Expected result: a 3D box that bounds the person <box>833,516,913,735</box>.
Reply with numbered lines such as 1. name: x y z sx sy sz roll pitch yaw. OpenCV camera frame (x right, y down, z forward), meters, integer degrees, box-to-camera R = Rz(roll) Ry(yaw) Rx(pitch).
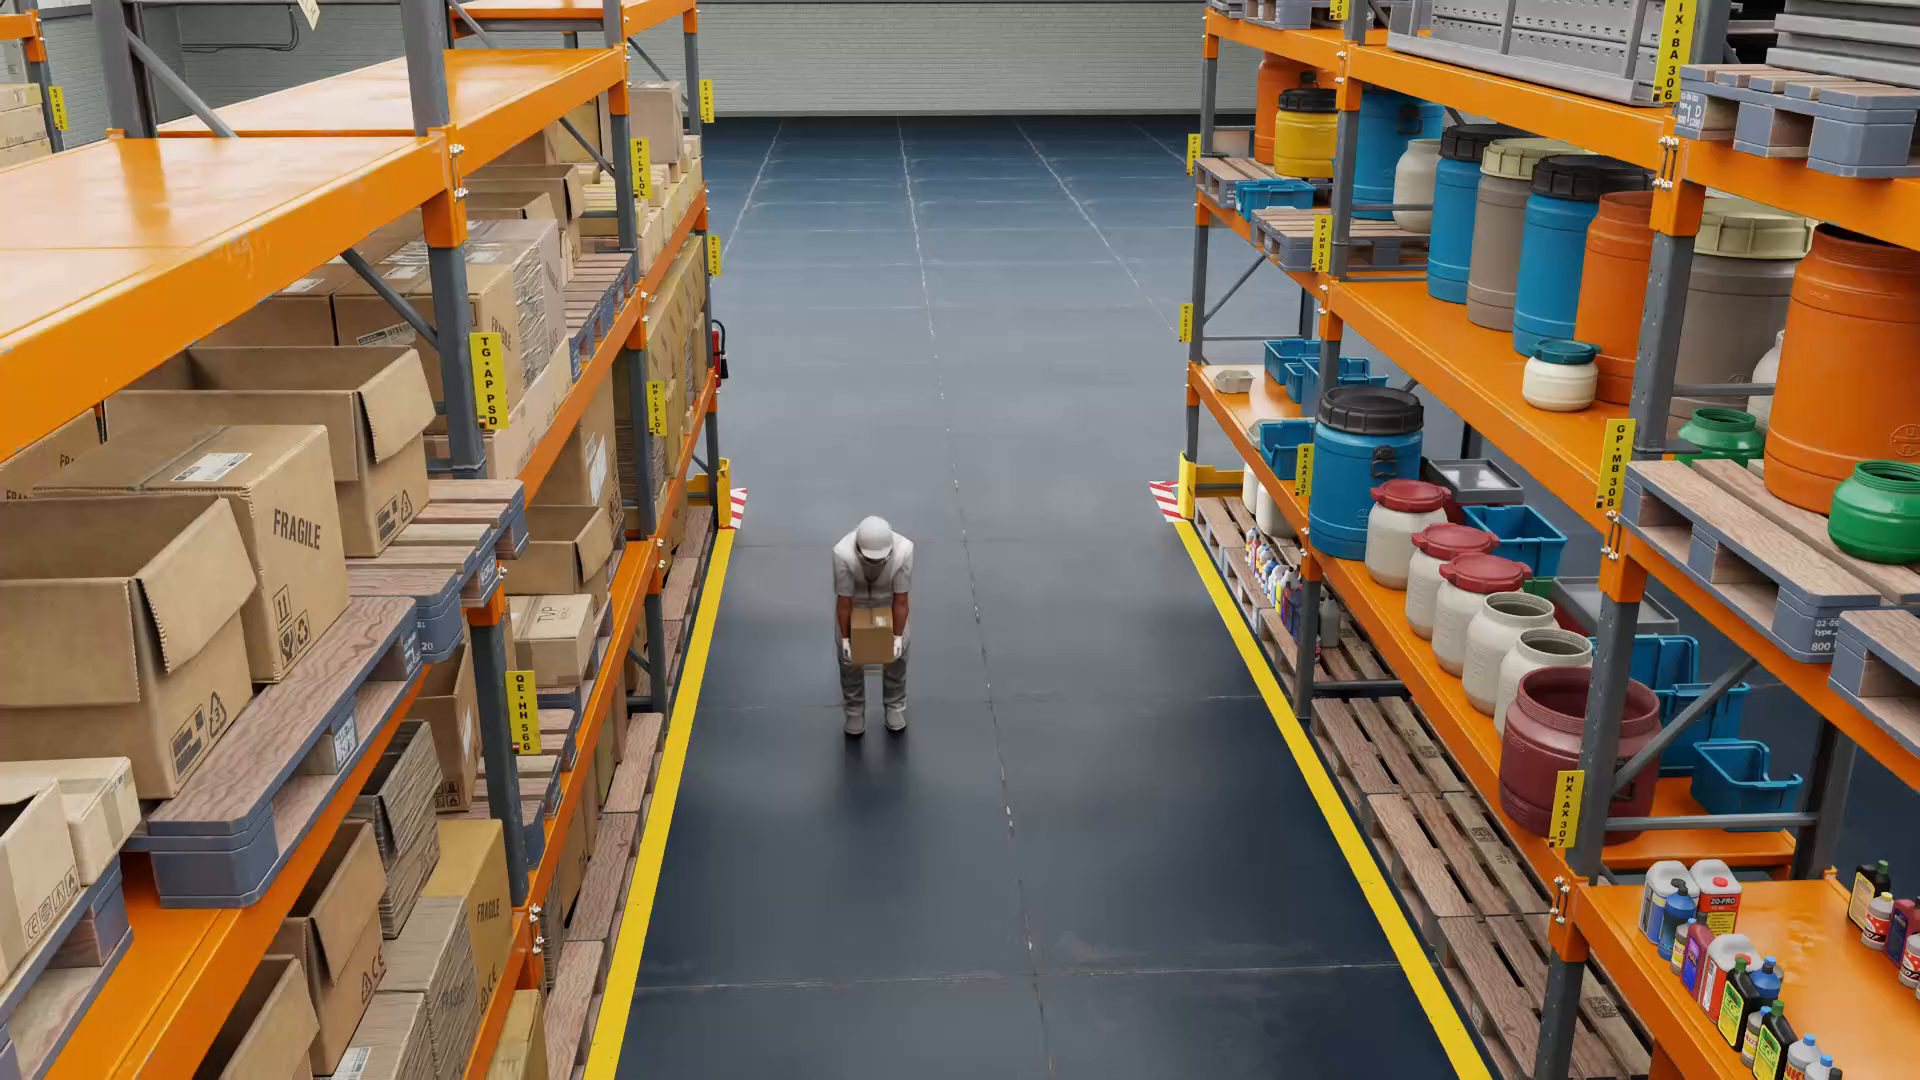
1. person: -0.521 0.486 10.083 0.484 1.534 0.824 -2 20 -4
